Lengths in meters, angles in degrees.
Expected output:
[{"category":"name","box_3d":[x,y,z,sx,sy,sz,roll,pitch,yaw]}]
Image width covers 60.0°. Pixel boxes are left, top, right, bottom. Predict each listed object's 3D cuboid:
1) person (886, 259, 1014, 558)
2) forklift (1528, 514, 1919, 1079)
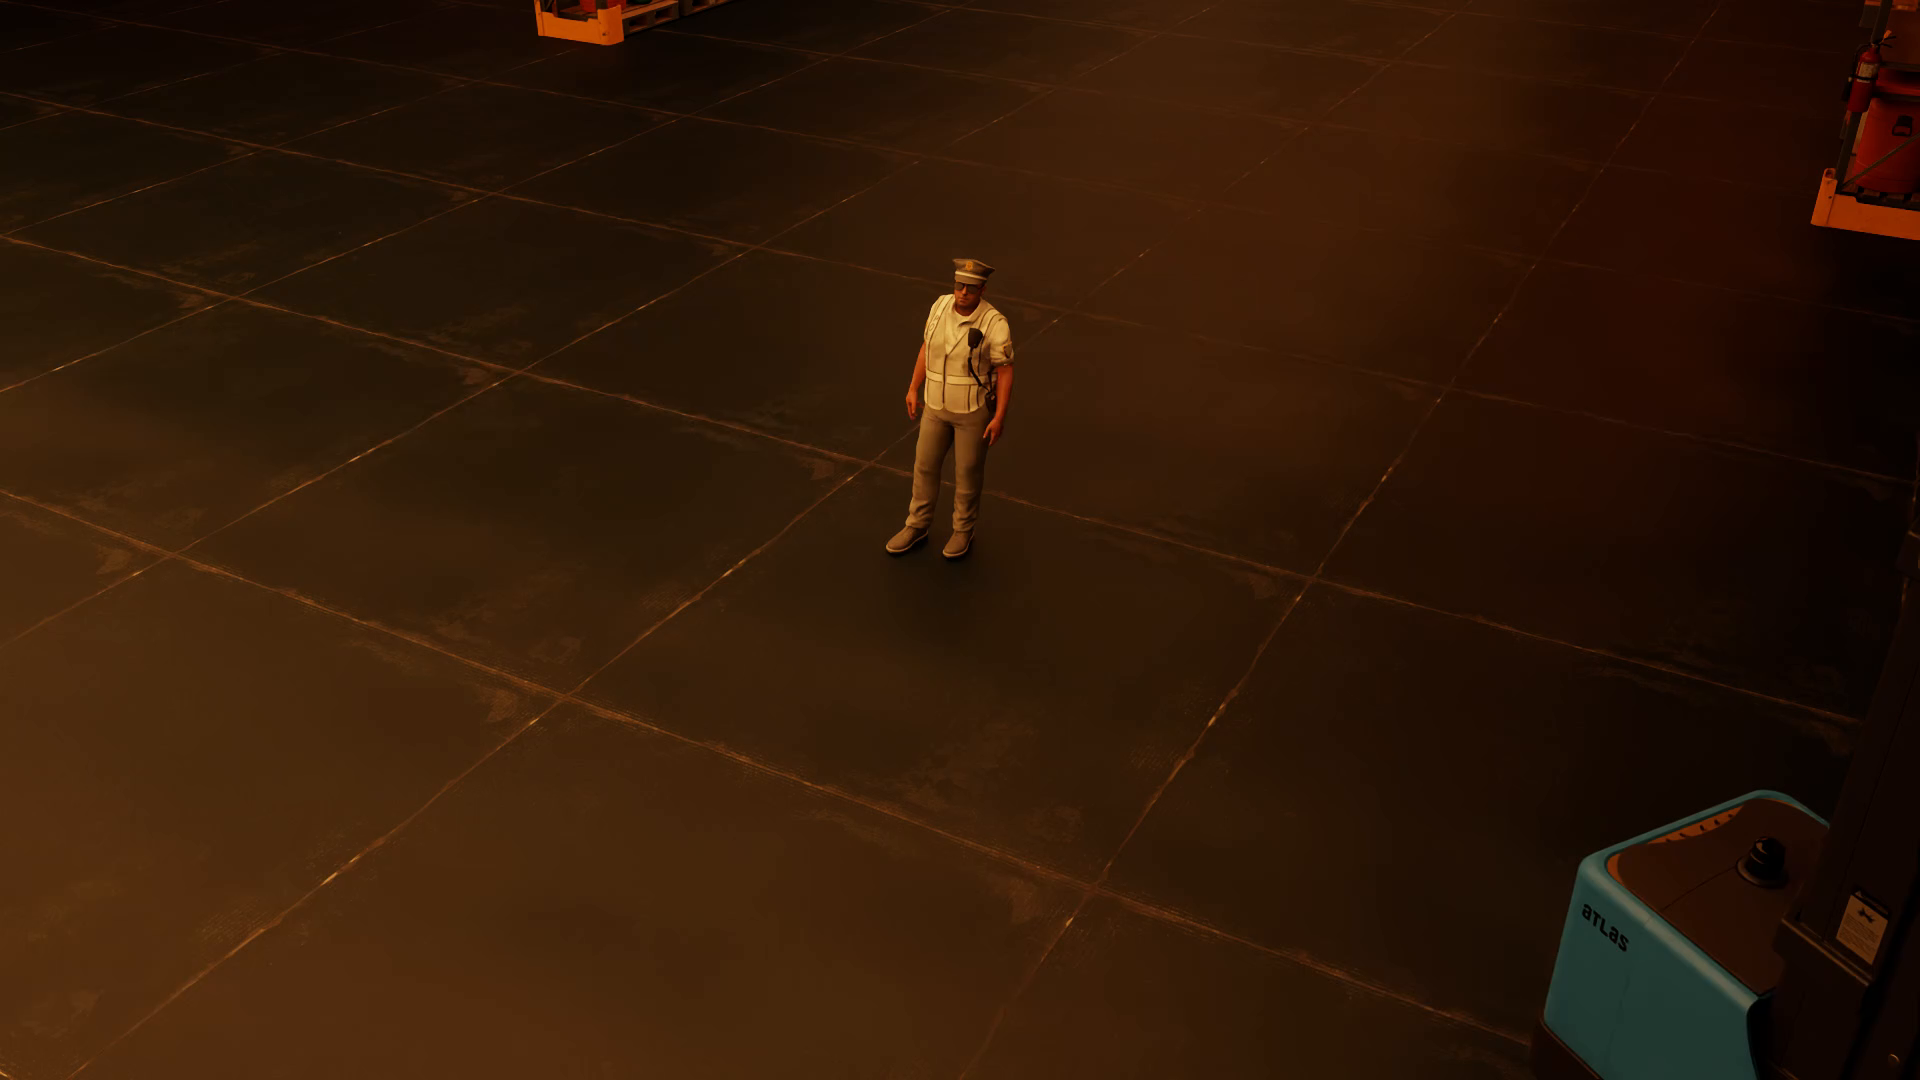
[{"category":"person","box_3d":[-0.048,-0.747,9.500,0.640,1.781,0.575,15,33,25]},{"category":"forklift","box_3d":[3.280,1.346,4.738,1.130,2.935,3.031,-14,33,-22]}]
